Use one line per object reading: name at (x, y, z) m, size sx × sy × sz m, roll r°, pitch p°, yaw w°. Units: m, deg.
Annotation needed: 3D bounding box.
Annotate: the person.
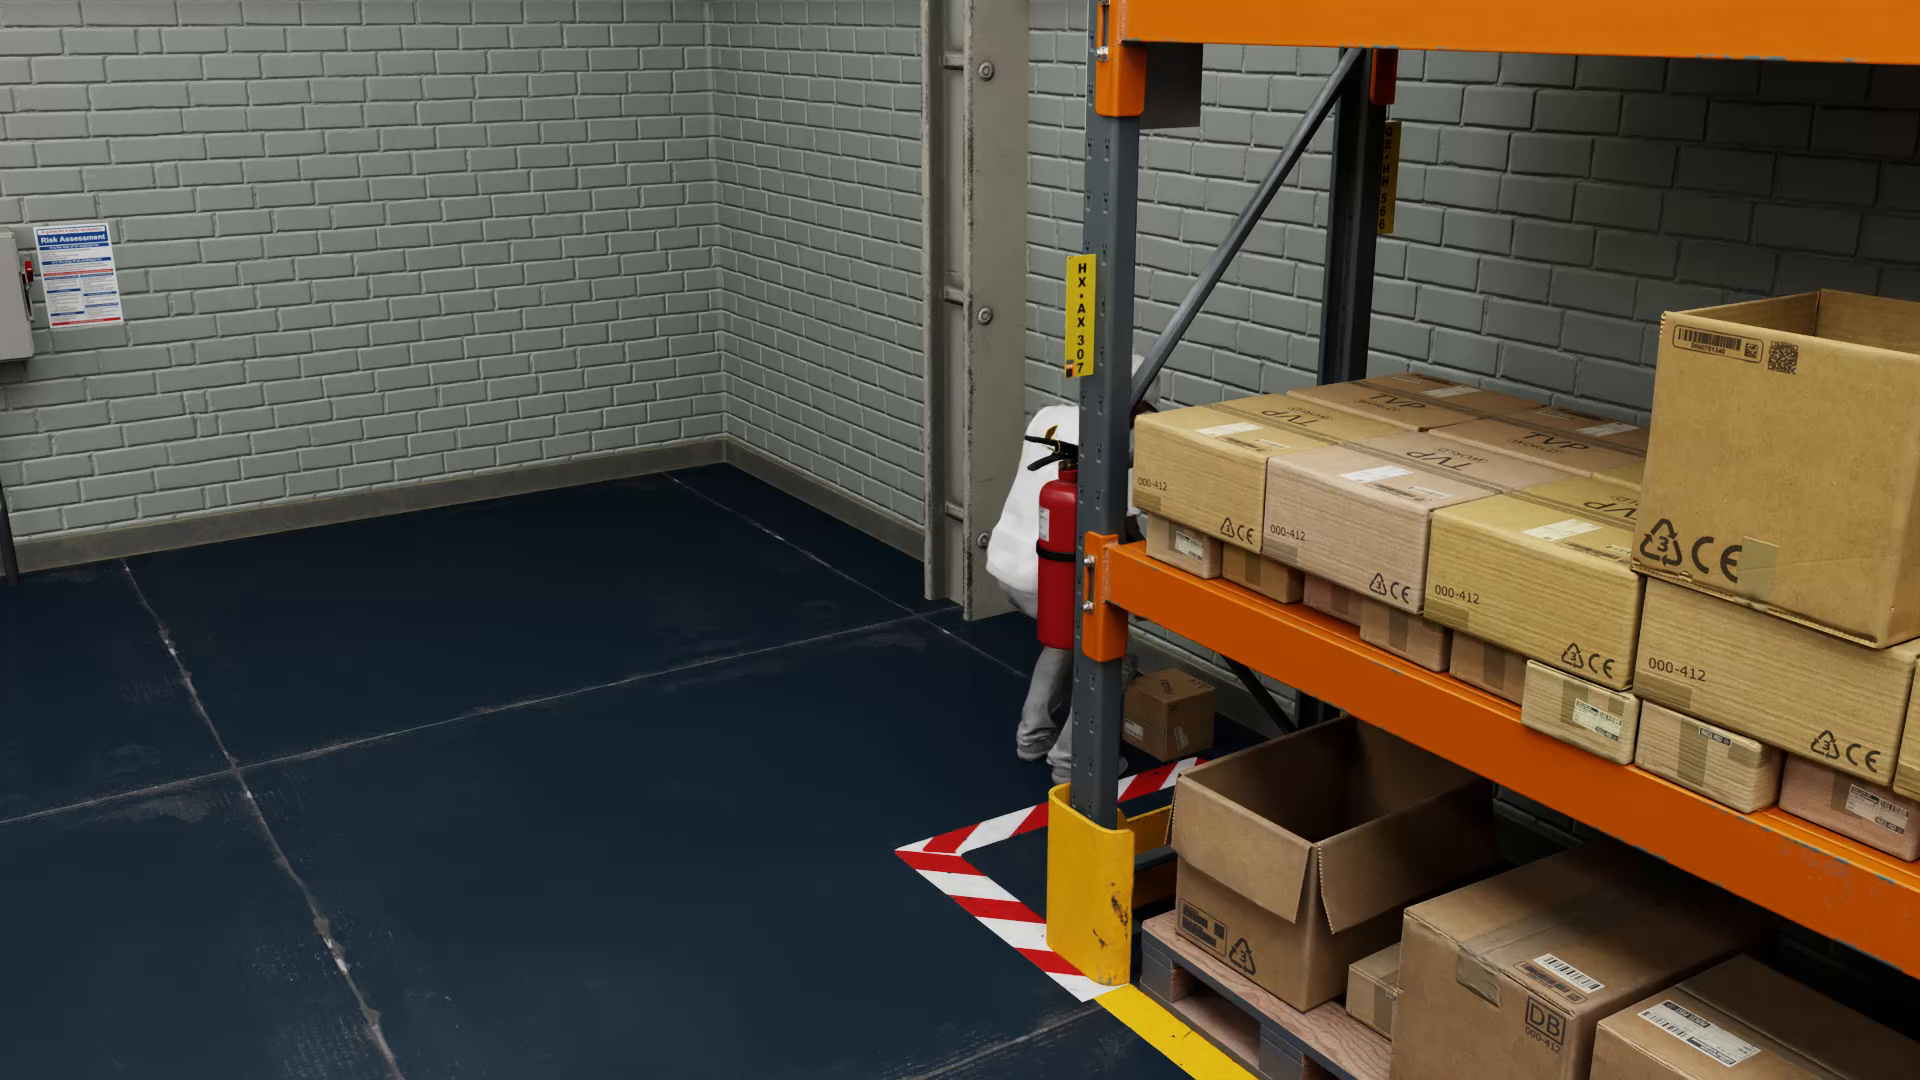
person at (0.422, 0.083, 6.077) m, size 0.609 × 1.448 × 0.624 m, roll -8°, pitch 20°, yaw -24°
